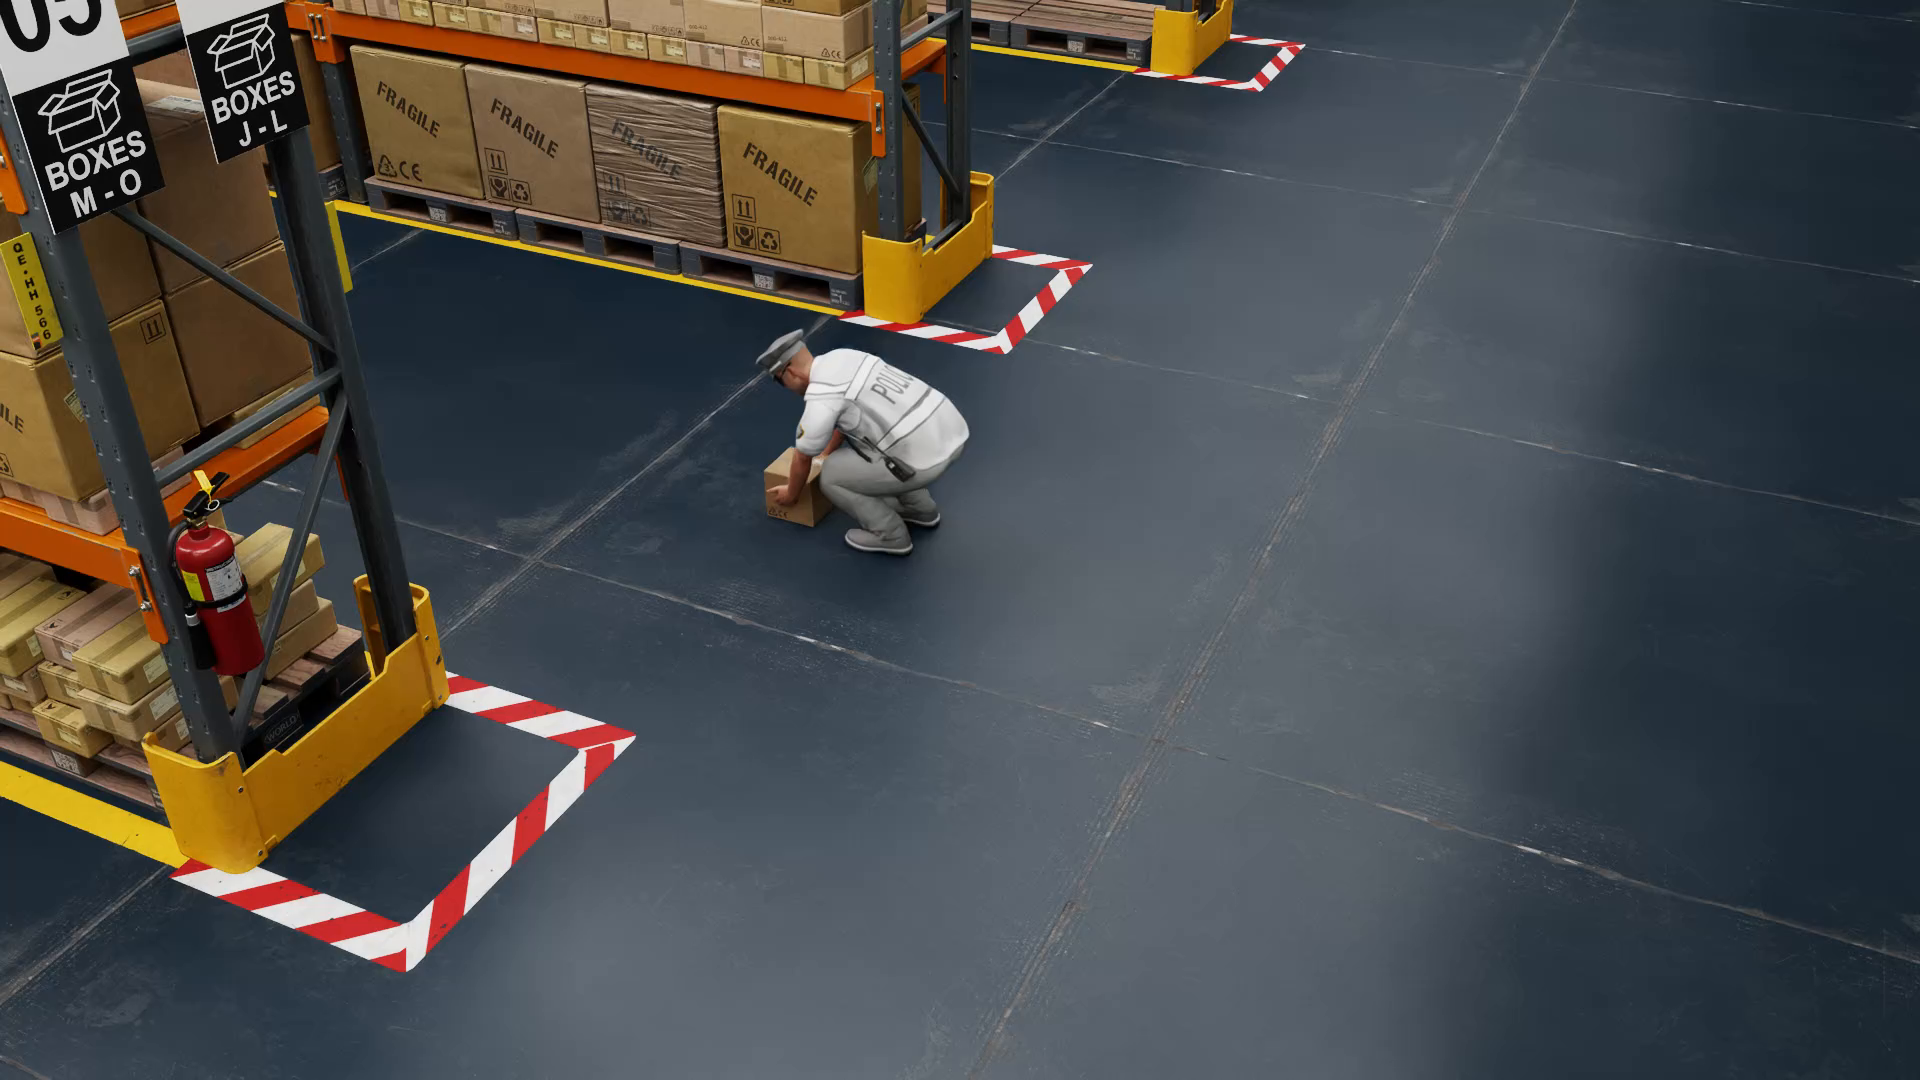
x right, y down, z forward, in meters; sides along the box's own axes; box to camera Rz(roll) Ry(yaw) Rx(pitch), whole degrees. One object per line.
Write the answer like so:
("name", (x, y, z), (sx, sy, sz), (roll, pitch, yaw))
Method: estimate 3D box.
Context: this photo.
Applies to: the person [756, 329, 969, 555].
("person", (-0.447, -0.457, 7.540), (0.951, 0.971, 0.563), (14, 36, 20))
